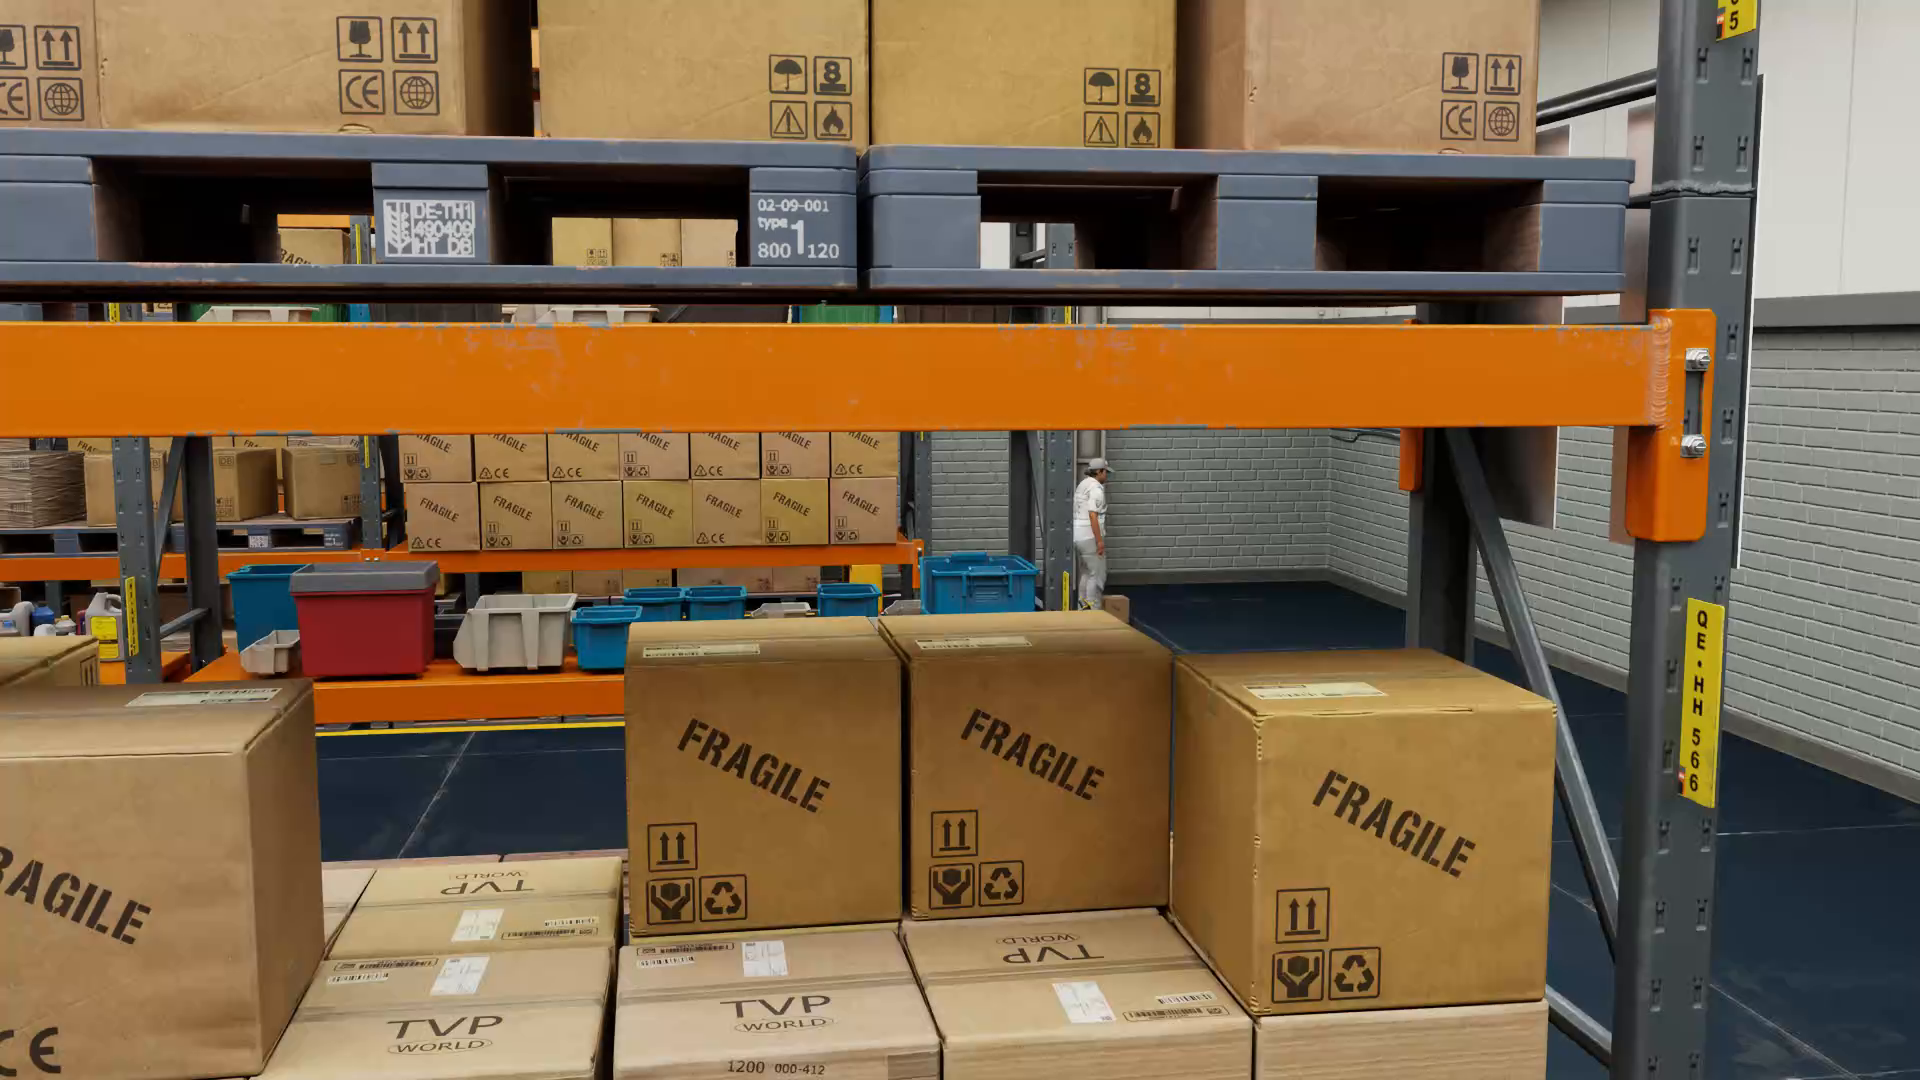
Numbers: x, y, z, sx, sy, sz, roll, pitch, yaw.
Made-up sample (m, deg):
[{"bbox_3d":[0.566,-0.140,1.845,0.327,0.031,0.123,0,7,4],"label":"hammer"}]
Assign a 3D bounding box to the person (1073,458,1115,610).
[{"bbox_3d":[1.344,0.005,16.774,0.468,1.665,0.553,-1,7,-12],"label":"person"}]
